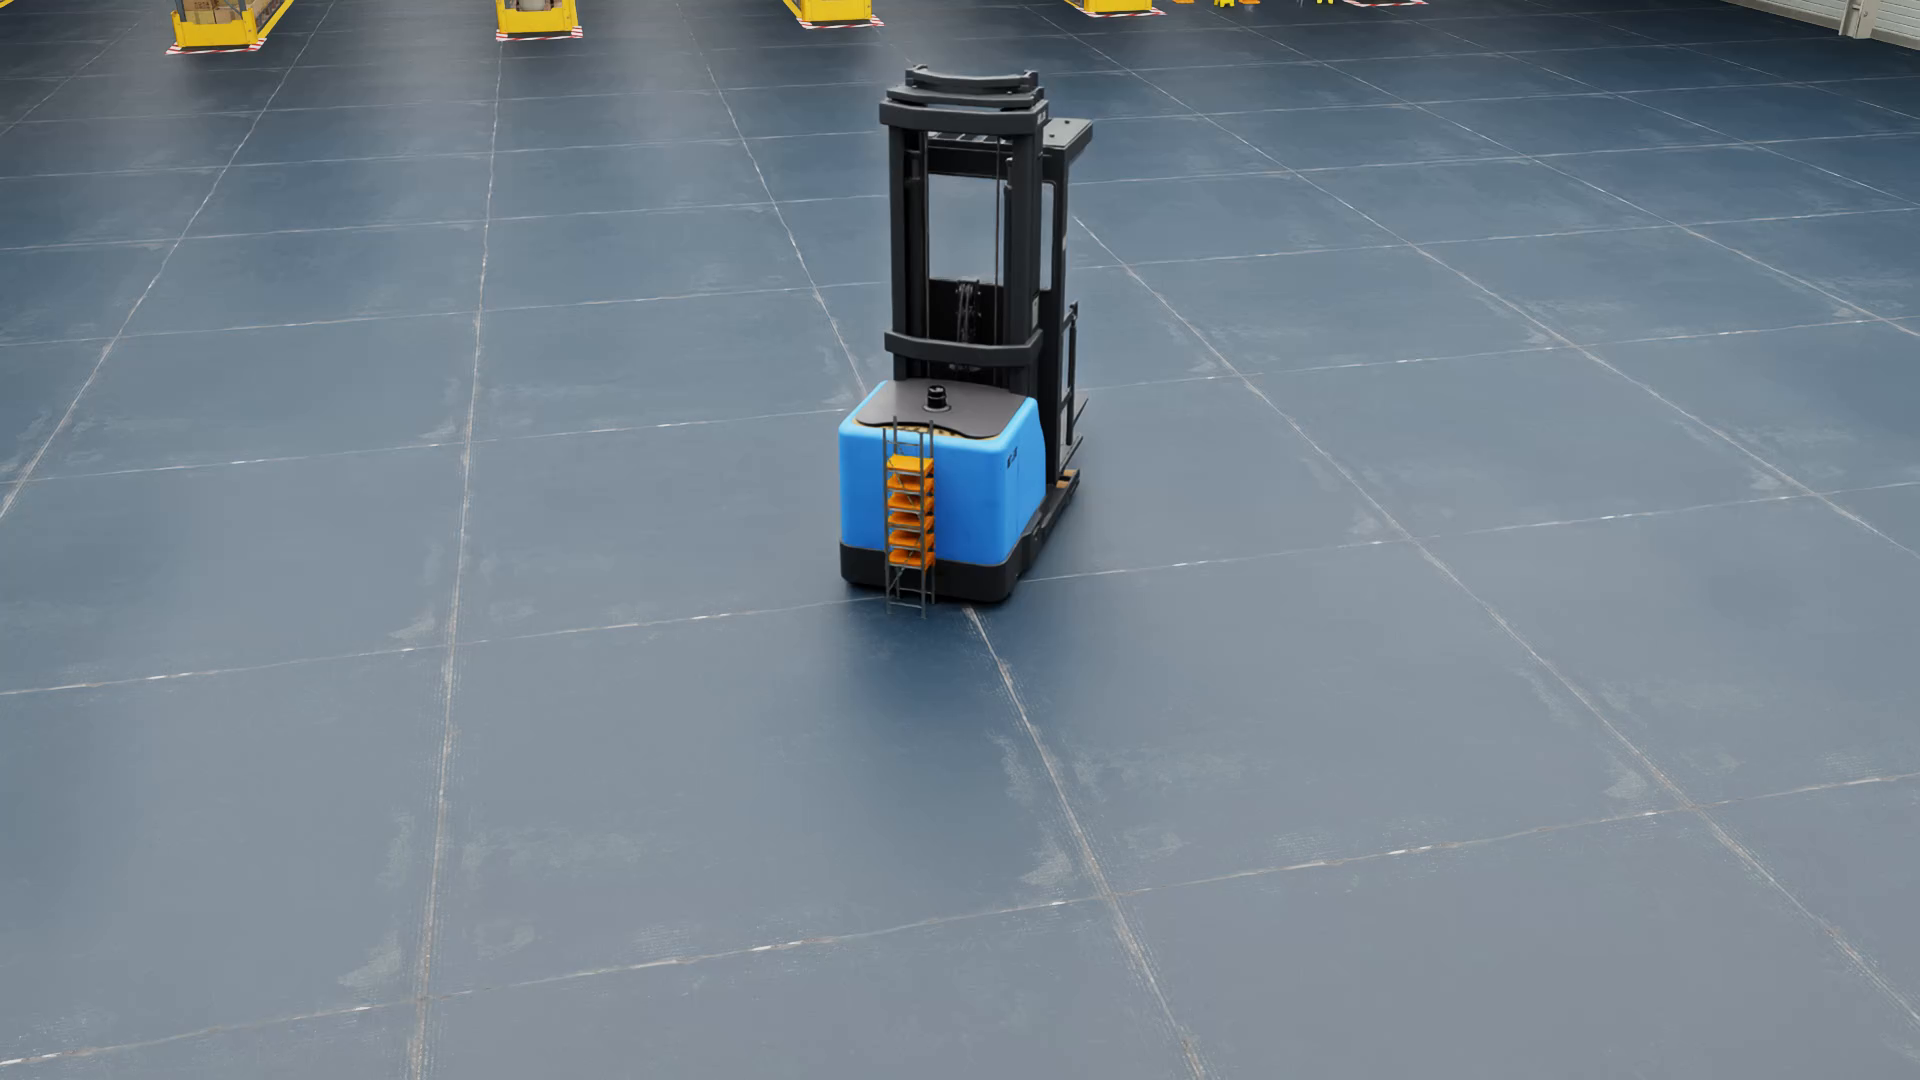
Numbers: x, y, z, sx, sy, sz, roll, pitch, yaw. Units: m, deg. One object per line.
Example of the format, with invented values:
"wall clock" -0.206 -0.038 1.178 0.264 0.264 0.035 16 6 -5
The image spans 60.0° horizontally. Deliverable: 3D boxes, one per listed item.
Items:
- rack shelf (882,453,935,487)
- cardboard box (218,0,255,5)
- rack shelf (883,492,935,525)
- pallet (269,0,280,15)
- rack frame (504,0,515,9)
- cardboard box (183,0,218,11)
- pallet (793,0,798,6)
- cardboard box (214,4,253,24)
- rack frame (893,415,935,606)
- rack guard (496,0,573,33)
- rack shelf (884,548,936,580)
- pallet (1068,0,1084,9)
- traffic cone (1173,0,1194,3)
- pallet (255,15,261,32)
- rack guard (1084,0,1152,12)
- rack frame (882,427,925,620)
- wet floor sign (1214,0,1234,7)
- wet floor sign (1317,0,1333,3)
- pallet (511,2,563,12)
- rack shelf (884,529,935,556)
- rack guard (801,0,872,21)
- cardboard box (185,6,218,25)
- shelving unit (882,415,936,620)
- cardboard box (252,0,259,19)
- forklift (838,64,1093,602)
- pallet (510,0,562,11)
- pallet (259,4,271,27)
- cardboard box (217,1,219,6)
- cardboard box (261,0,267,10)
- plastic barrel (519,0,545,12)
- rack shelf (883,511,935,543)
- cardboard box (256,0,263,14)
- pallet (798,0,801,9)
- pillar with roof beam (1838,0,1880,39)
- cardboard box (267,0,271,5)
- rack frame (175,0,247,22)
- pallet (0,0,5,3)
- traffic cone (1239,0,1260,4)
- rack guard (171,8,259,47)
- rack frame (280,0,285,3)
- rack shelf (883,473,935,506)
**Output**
"rack shelf" -0.294 -0.402 9.514 0.258 0.103 0.180 8 28 15
"cardboard box" -11.761 -8.980 26.966 0.500 0.500 0.500 -6 27 -12
"rack shelf" -0.294 -0.188 9.623 0.258 0.103 0.180 8 28 15
"pallet" -12.506 -9.366 29.072 1.003 0.211 1.213 -6 27 -12
"rack frame" -6.916 -9.710 26.658 1.000 3.000 0.127 -6 27 -12
"cardboard box" -12.154 -8.708 26.427 0.500 0.500 0.500 -6 27 -12
"pallet" -2.528 -9.896 30.121 1.003 0.211 1.213 -6 27 -12
"cardboard box" -11.647 -8.426 26.701 0.500 0.250 0.500 -6 27 -12
"rack frame" -0.267 -0.160 9.735 0.240 1.200 0.006 8 28 15
"rack guard" -6.979 -8.622 27.278 1.175 0.500 0.348 -6 27 -12
"rack shelf" -0.294 0.134 9.785 0.258 0.103 0.180 8 28 15
"pallet" 2.508 -9.770 29.872 1.003 0.211 1.213 -6 27 -12
"traffic cone" 4.028 -9.917 29.884 0.336 0.463 0.334 -6 27 -12
"pallet" -11.956 -8.295 26.950 1.003 0.211 1.213 -6 27 -12
"rack guard" 2.770 -9.545 29.107 1.175 0.500 0.348 -6 27 -12
"rack frame" -0.320 -0.081 9.578 0.240 1.200 0.006 8 28 15
"wet floor sign" 4.700 -9.809 29.468 0.267 0.644 0.232 -11 29 -20
"wet floor sign" 6.565 -9.976 29.798 0.267 0.644 0.232 3 27 6
"pallet" -7.157 -8.850 28.050 1.003 0.211 1.213 -6 27 -12
"rack shelf" -0.294 0.027 9.731 0.258 0.103 0.180 8 28 15
"rack guard" -2.108 -9.130 28.284 1.175 0.500 0.348 -6 27 -12
"cardboard box" -12.152 -8.374 26.596 0.500 0.250 0.500 -6 27 -12
"shelving unit" -0.294 -0.120 9.657 0.258 1.200 0.189 8 28 15
"cardboard box" -11.763 -8.645 27.135 0.500 0.250 0.500 -6 27 -12
"forklift" 0.189 -1.587 10.642 1.130 2.935 3.031 8 28 15
"pallet" -7.428 -9.385 29.110 1.003 0.211 1.213 -6 27 -12
"pallet" -12.227 -8.829 28.009 1.003 0.211 1.213 -6 27 -12
"cardboard box" -12.276 -8.592 27.029 0.500 0.250 0.500 -6 27 -12
"cardboard box" -11.983 -9.085 28.006 0.500 0.250 0.500 -6 27 -12
"plastic barrel" -7.139 -9.068 27.681 0.421 0.512 0.421 0 27 0
"rack shelf" -0.294 -0.081 9.677 0.258 0.103 0.180 8 28 15
"cardboard box" -11.875 -8.865 27.570 0.500 0.250 0.500 -6 27 -12
"pallet" -2.256 -9.361 29.062 1.003 0.211 1.213 -6 27 -12
"pillar with roof beam" 10.279 -11.729 24.000 9.100 9.000 0.400 -6 27 -12
"cardboard box" -12.097 -9.304 28.440 0.500 0.250 0.500 -6 27 -12
"rack frame" -11.743 -9.208 25.665 1.000 3.000 0.127 -6 27 -12
"pallet" -17.647 -9.556 29.449 1.003 0.211 1.213 -6 27 -12
"traffic cone" 5.206 -9.882 29.815 0.336 0.463 0.334 -6 27 -12
"rack guard" -11.737 -8.082 26.207 1.175 0.500 0.348 -6 27 -12
"rack frame" -12.644 -10.964 29.144 1.000 3.000 0.127 -6 27 -12
"rack shelf" -0.294 -0.295 9.568 0.258 0.103 0.180 8 28 15
